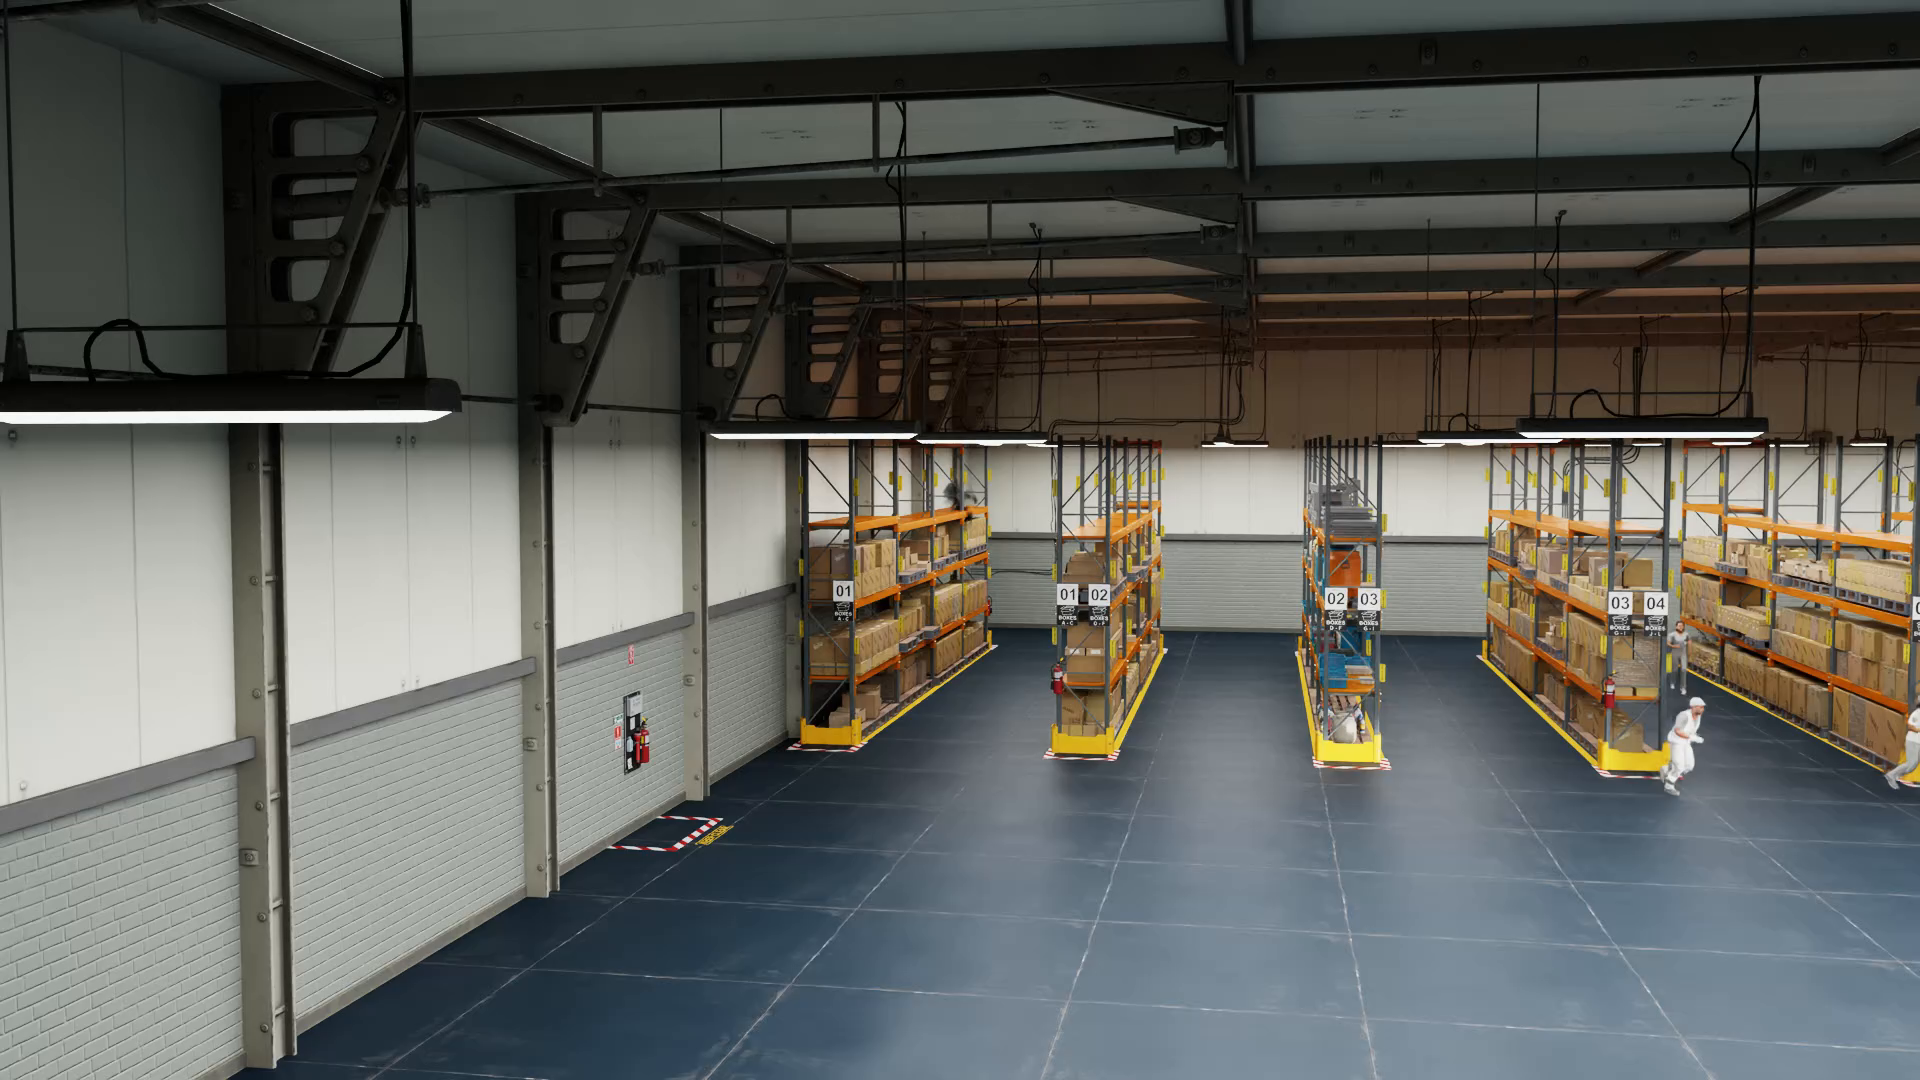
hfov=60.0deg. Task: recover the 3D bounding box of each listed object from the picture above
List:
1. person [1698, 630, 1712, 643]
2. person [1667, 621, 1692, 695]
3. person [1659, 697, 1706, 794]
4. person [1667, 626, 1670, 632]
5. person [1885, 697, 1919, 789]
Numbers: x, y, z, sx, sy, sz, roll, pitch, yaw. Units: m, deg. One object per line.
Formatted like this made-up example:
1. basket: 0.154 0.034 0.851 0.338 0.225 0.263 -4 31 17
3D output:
1. person: 20.420 2.436 45.342 0.725 1.659 0.616 0 3 4
2. person: 16.993 2.762 39.297 0.584 1.716 0.819 1 3 11
3. person: 12.048 3.408 27.654 0.672 1.652 0.838 -2 4 -34
4. person: 17.588 2.567 42.008 0.636 1.817 0.858 1 3 17
5. person: 15.923 3.410 27.582 0.618 1.653 0.936 -2 4 -31
